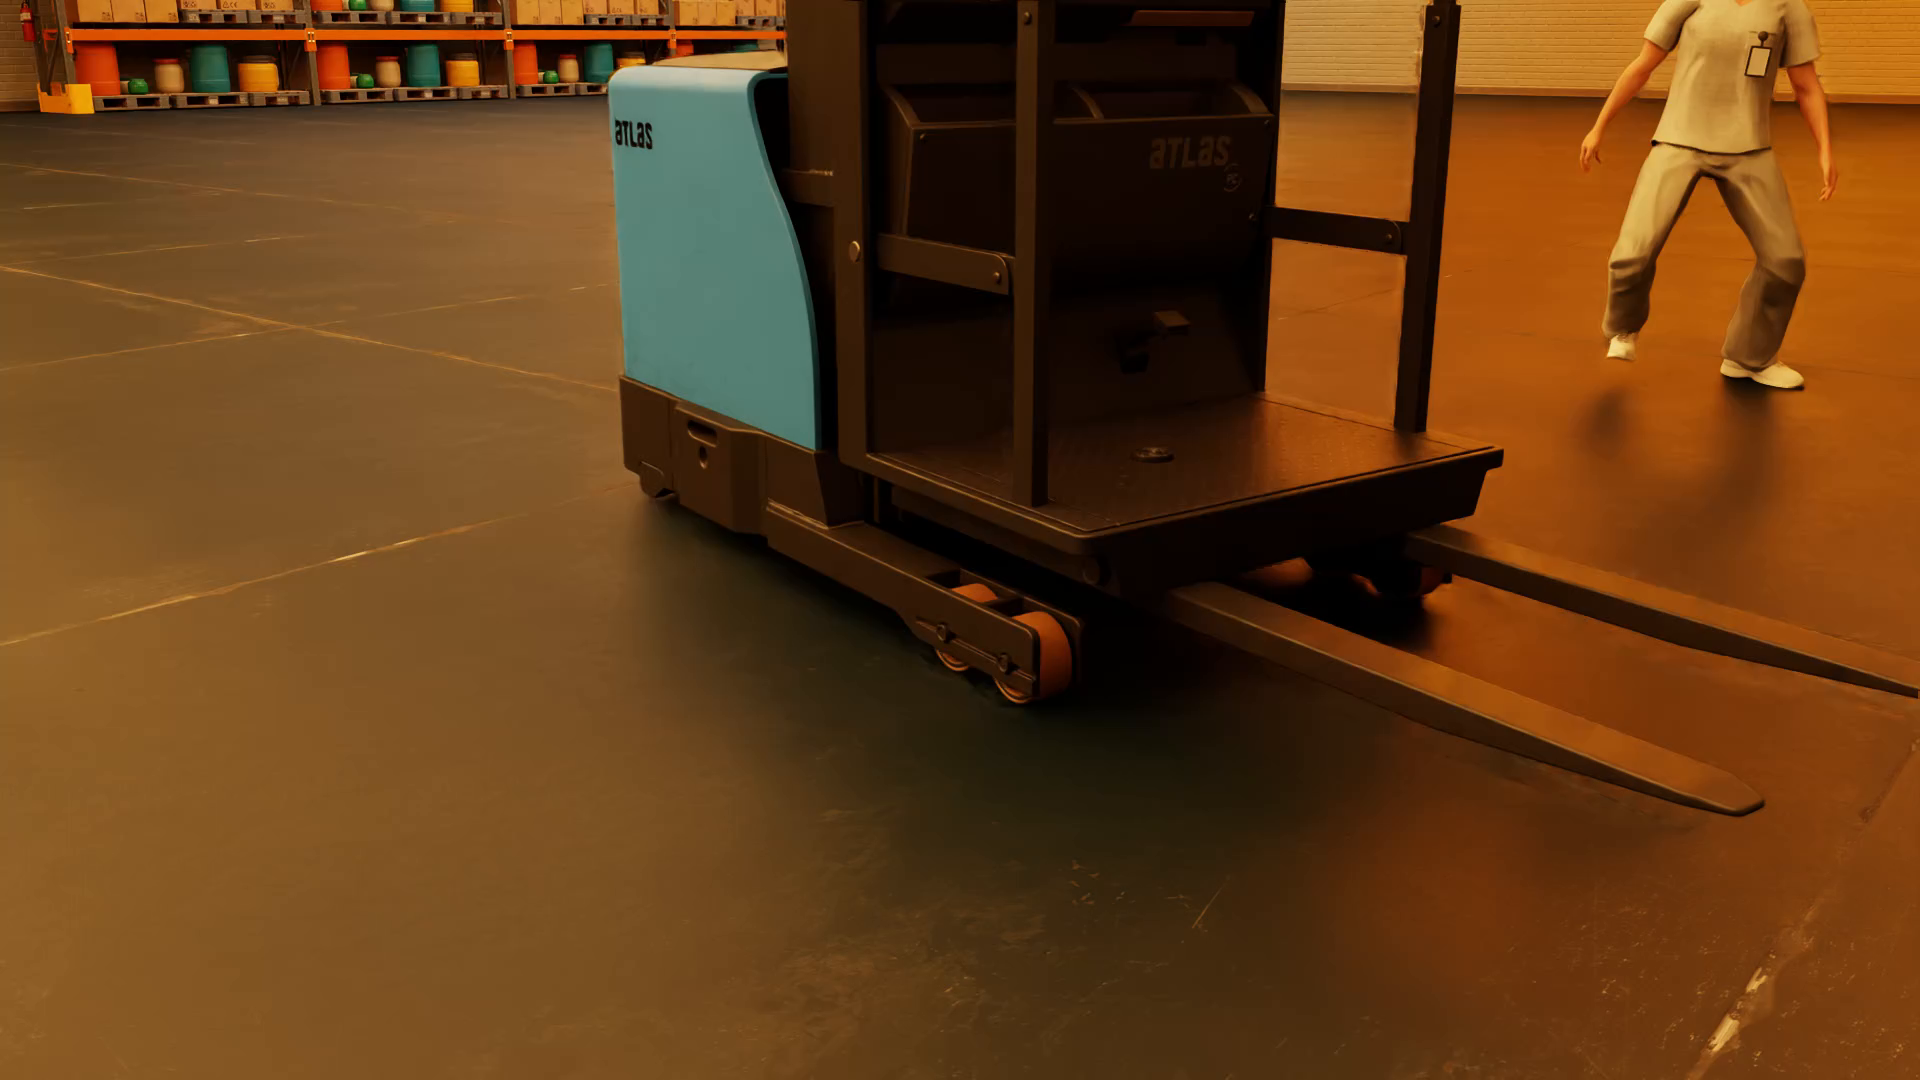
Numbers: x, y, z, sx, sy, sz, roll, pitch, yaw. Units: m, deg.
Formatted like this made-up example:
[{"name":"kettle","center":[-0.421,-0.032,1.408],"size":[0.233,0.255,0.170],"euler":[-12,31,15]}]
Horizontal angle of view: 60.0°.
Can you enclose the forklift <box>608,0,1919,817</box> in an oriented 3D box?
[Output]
[{"name":"forklift","center":[0.376,-1.267,3.069],"size":[1.130,2.935,3.031],"euler":[-11,20,-33]}]

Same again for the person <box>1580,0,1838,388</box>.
[{"name":"person","center":[2.485,-1.306,5.529],"size":[0.790,1.590,0.490],"euler":[6,18,20]}]
